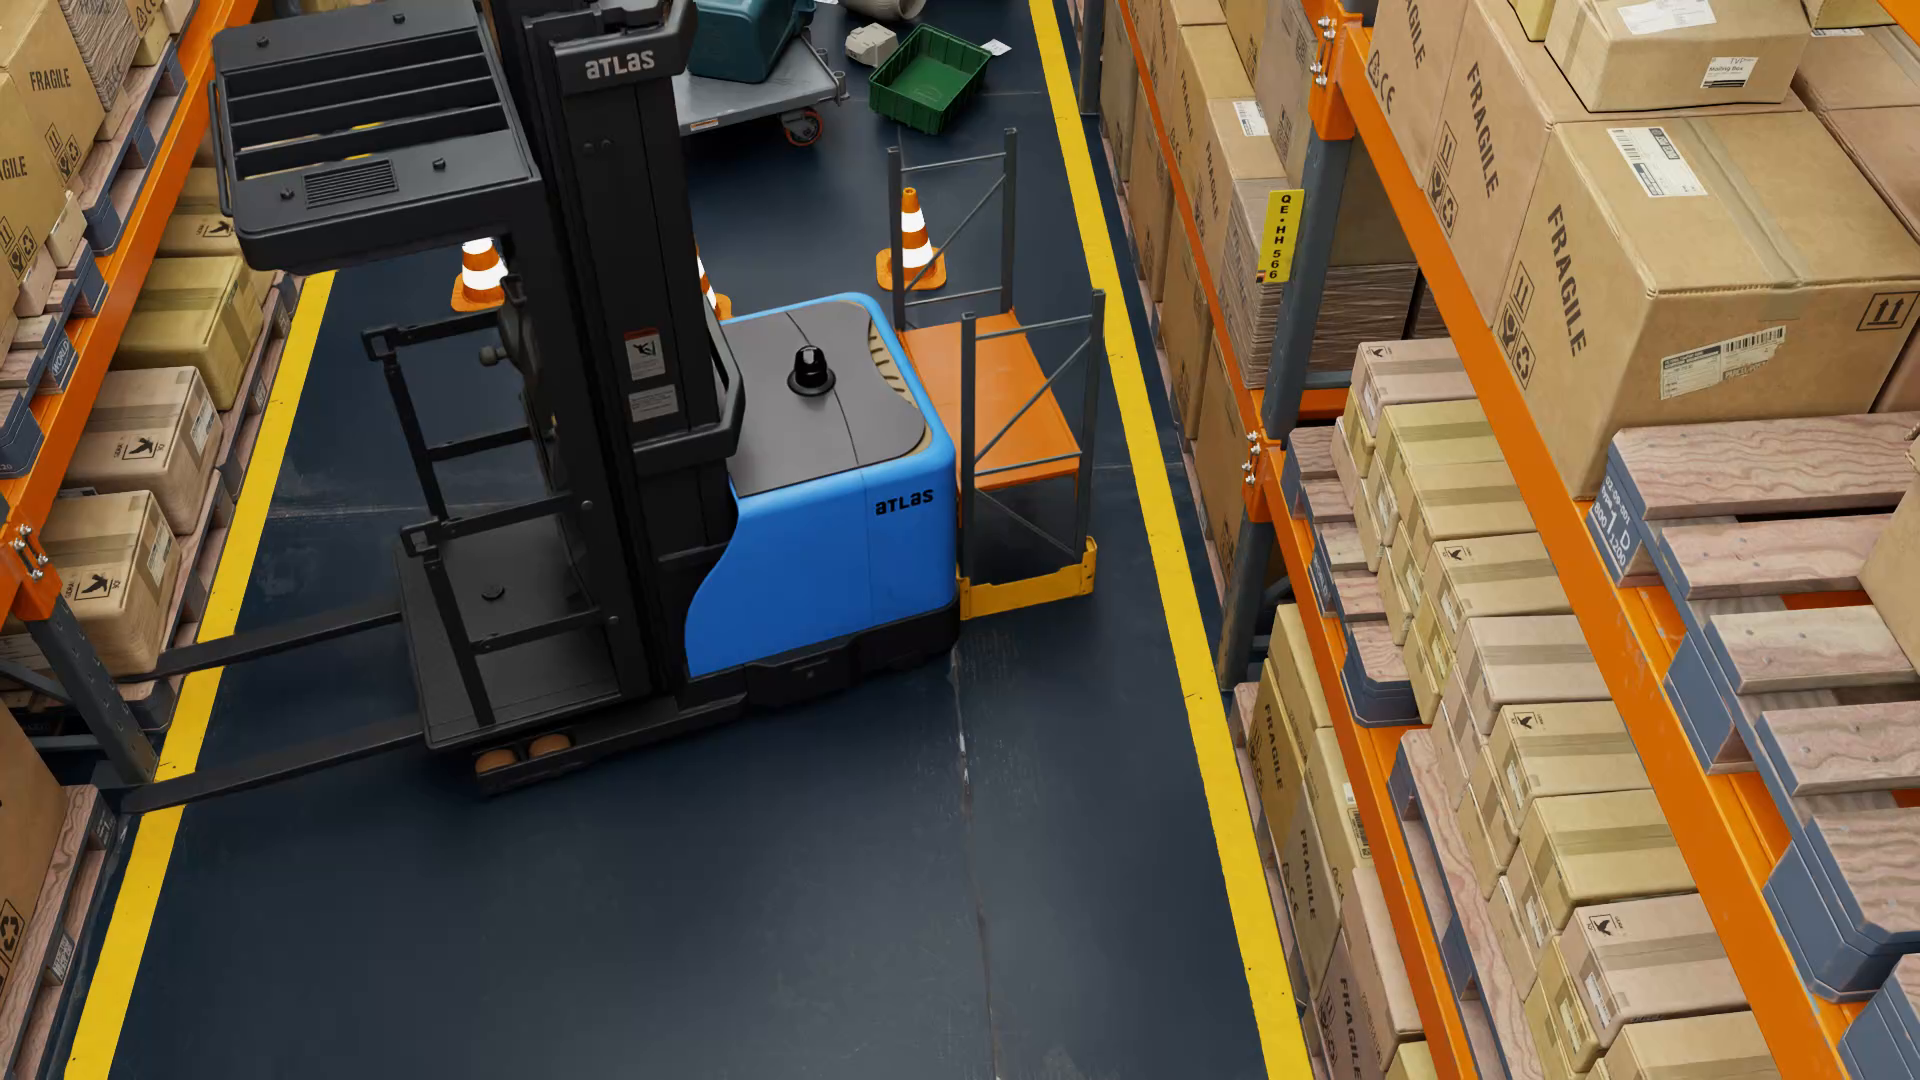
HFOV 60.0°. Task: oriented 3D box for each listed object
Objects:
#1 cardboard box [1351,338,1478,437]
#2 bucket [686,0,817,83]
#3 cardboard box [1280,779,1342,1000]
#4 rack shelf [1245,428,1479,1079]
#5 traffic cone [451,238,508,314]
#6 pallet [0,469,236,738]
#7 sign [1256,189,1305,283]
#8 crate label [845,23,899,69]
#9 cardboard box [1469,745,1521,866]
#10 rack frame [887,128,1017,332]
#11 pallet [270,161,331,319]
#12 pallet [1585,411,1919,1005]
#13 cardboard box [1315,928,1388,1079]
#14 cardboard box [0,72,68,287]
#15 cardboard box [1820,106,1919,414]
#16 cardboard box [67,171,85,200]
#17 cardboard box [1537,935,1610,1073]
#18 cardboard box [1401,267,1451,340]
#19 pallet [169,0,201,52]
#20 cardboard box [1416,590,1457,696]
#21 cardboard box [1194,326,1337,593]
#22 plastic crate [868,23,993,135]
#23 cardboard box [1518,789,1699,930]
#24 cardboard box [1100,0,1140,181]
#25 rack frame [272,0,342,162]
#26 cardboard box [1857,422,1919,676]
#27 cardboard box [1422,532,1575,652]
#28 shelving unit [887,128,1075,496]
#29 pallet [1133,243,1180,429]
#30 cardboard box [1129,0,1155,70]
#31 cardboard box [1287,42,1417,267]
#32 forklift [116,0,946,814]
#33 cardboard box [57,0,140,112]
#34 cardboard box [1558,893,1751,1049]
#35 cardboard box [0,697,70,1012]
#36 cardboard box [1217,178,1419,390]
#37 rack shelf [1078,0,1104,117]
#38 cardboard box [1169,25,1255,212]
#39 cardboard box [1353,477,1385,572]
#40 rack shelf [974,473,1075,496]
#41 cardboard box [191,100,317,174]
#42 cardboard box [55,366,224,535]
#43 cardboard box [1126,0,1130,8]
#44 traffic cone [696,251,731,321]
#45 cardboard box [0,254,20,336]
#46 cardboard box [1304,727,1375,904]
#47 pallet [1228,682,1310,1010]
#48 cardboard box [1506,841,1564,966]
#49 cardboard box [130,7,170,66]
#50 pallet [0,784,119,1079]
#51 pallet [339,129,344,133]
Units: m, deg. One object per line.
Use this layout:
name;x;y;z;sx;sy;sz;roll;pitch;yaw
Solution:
cardboard box;1.333;-0.436;4.707;0.380;0.149;0.250;-3;47;-3
bucket;-1.157;-2.772;8.653;0.726;0.611;0.620;11;58;10
cardboard box;1.338;1.083;5.227;0.500;0.500;0.500;-3;47;-3
rack shelf;1.655;1.172;4.206;1.077;0.370;4.000;-3;47;-3
traffic cone;-2.273;-1.358;7.854;0.336;0.463;0.334;-3;47;-3
pallet;-3.501;0.245;6.509;1.003;0.211;1.213;-3;47;-3
sign;0.934;-0.885;4.861;0.100;0.325;0.005;-3;47;-3
crate label;-0.500;-2.819;9.462;0.298;0.136;0.250;-36;56;-29
cardboard box;1.437;0.611;3.921;0.380;0.149;0.250;-4;47;-4
rack frame;-0.028;-0.987;6.788;0.500;1.500;0.032;-12;48;-11
pallet;-3.705;-1.521;8.181;1.003;0.211;1.213;-3;47;-3
pallet;1.787;0.201;2.693;1.213;0.211;1.003;-3;47;-3
cardboard box;1.385;1.454;4.875;0.500;0.500;0.500;-5;47;-4
cardboard box;-3.295;-1.146;5.343;0.500;0.500;0.500;-1;47;-1
cardboard box;1.881;-0.468;3.129;0.500;0.500;0.500;-3;47;-3
cardboard box;-3.347;-1.230;5.870;0.380;0.149;0.250;-1;47;-1
cardboard box;1.478;0.982;3.570;0.380;0.149;0.250;-3;47;-3
cardboard box;1.719;-0.898;5.602;0.500;0.500;0.500;-3;47;-3
pallet;-3.853;-2.415;7.240;1.003;0.211;1.213;-3;47;-3
cardboard box;1.399;0.251;4.262;0.380;0.149;0.250;-3;47;-3
cardboard box;1.526;-0.339;6.402;1.050;0.750;0.750;-4;47;-4
plastic crate;-0.168;-2.516;9.100;0.450;0.188;0.662;25;51;9
cardboard box;1.462;0.693;3.639;0.380;0.149;0.250;-4;47;-4
cardboard box;1.294;-2.344;8.301;1.050;0.750;0.750;-4;47;-3
rack frame;-3.772;-3.043;7.702;1.000;3.000;0.127;-3;47;-3
cardboard box;1.824;0.035;2.362;0.797;0.503;0.637;-4;47;-4
cardboard box;1.396;0.125;4.177;0.380;0.149;0.250;-5;47;-5
shelving unit;0.102;-0.654;6.472;0.500;1.500;0.985;-12;48;-11
pallet;1.397;-1.019;7.706;1.003;0.211;1.213;-3;47;-3
cardboard box;1.010;-2.327;6.956;0.500;0.500;0.500;-4;47;-4
cardboard box;1.459;-1.226;5.224;0.700;0.500;0.500;-4;47;-4
forklift;-1.458;-1.145;5.953;3.836;2.935;2.622;-15;48;-14
cardboard box;-3.380;-1.892;6.049;0.500;0.500;0.500;-5;47;-5
cardboard box;1.486;0.887;3.454;0.380;0.149;0.250;-5;47;-5
cardboard box;-3.462;0.942;5.102;0.875;0.875;0.875;-4;47;-4
cardboard box;1.182;-0.867;5.572;0.500;0.500;0.500;-3;47;-3
rack shelf;8.748;-2.408;7.101;15.905;3.000;4.168;-3;47;-3
cardboard box;1.100;-1.589;6.257;0.500;0.500;0.500;-4;47;-4
cardboard box;1.346;-0.050;4.752;0.380;0.149;0.250;-1;47;-1
rack shelf;0.110;-0.532;6.556;0.416;0.036;0.922;-12;48;-11
cardboard box;-3.726;-1.904;8.145;0.950;0.372;0.625;-3;47;-3
cardboard box;-3.544;-0.332;6.656;0.950;0.372;0.625;-4;47;-4
cardboard box;0.971;-2.689;7.298;0.500;0.500;0.500;-3;47;-3
traffic cone;-2.661;-2.436;7.260;3.046;2.808;1.723;-3;47;-3
cardboard box;-3.244;-0.769;4.986;0.500;0.500;0.500;-5;47;-4
cardboard box;1.346;0.815;4.964;0.500;0.250;0.500;-4;47;-4
pallet;1.551;1.002;5.792;1.003;0.211;1.213;-3;47;-3
cardboard box;1.463;0.806;3.736;0.380;0.149;0.250;-2;47;-2
cardboard box;-3.383;-2.006;6.604;0.380;0.149;0.250;-4;47;-3
pallet;-3.446;1.385;5.429;1.003;0.211;1.213;-3;47;-3
pallet;-3.863;-2.568;9.173;1.003;0.211;1.213;-3;47;-3
